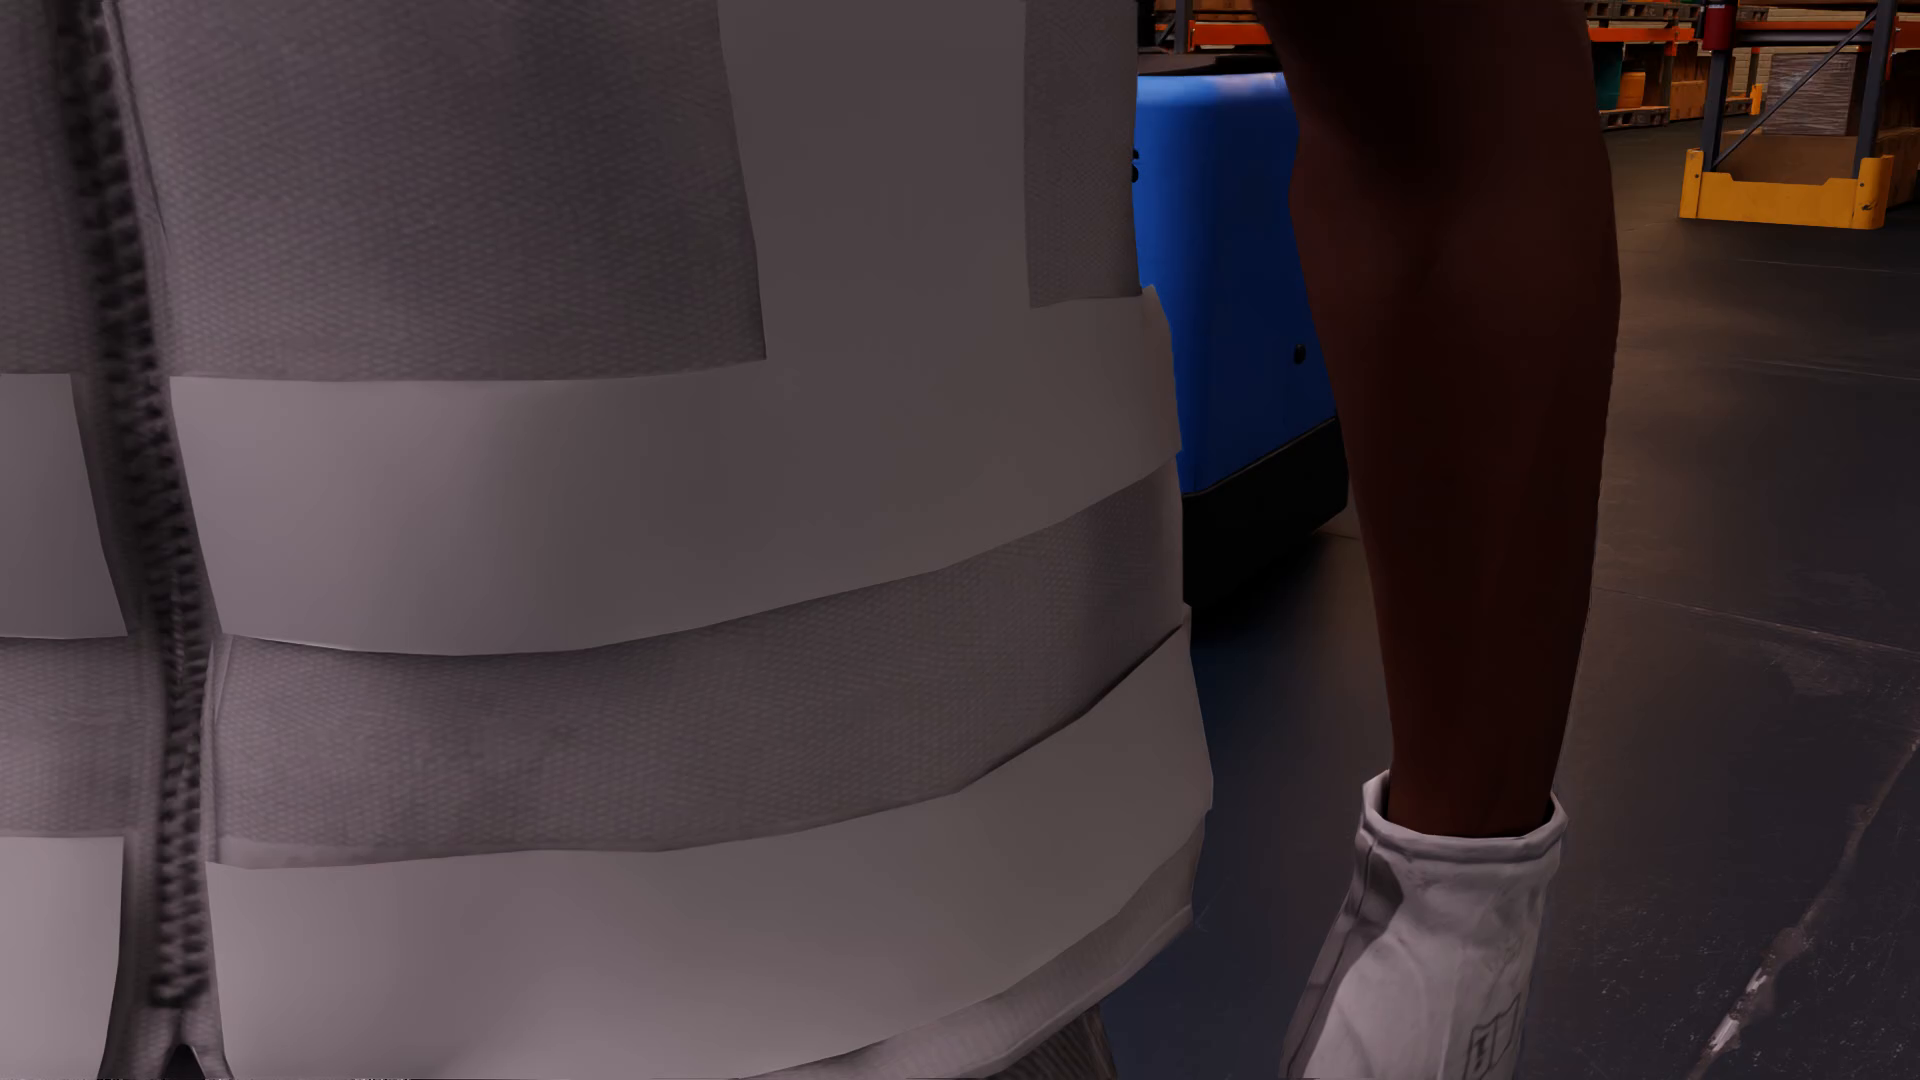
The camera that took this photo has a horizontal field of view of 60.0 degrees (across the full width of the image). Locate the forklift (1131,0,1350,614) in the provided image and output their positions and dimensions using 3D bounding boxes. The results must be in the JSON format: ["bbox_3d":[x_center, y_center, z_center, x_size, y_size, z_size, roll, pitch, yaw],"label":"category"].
[{"bbox_3d":[-0.601,-1.530,3.937,3.031,2.935,1.130,10,20,30],"label":"forklift"}]
